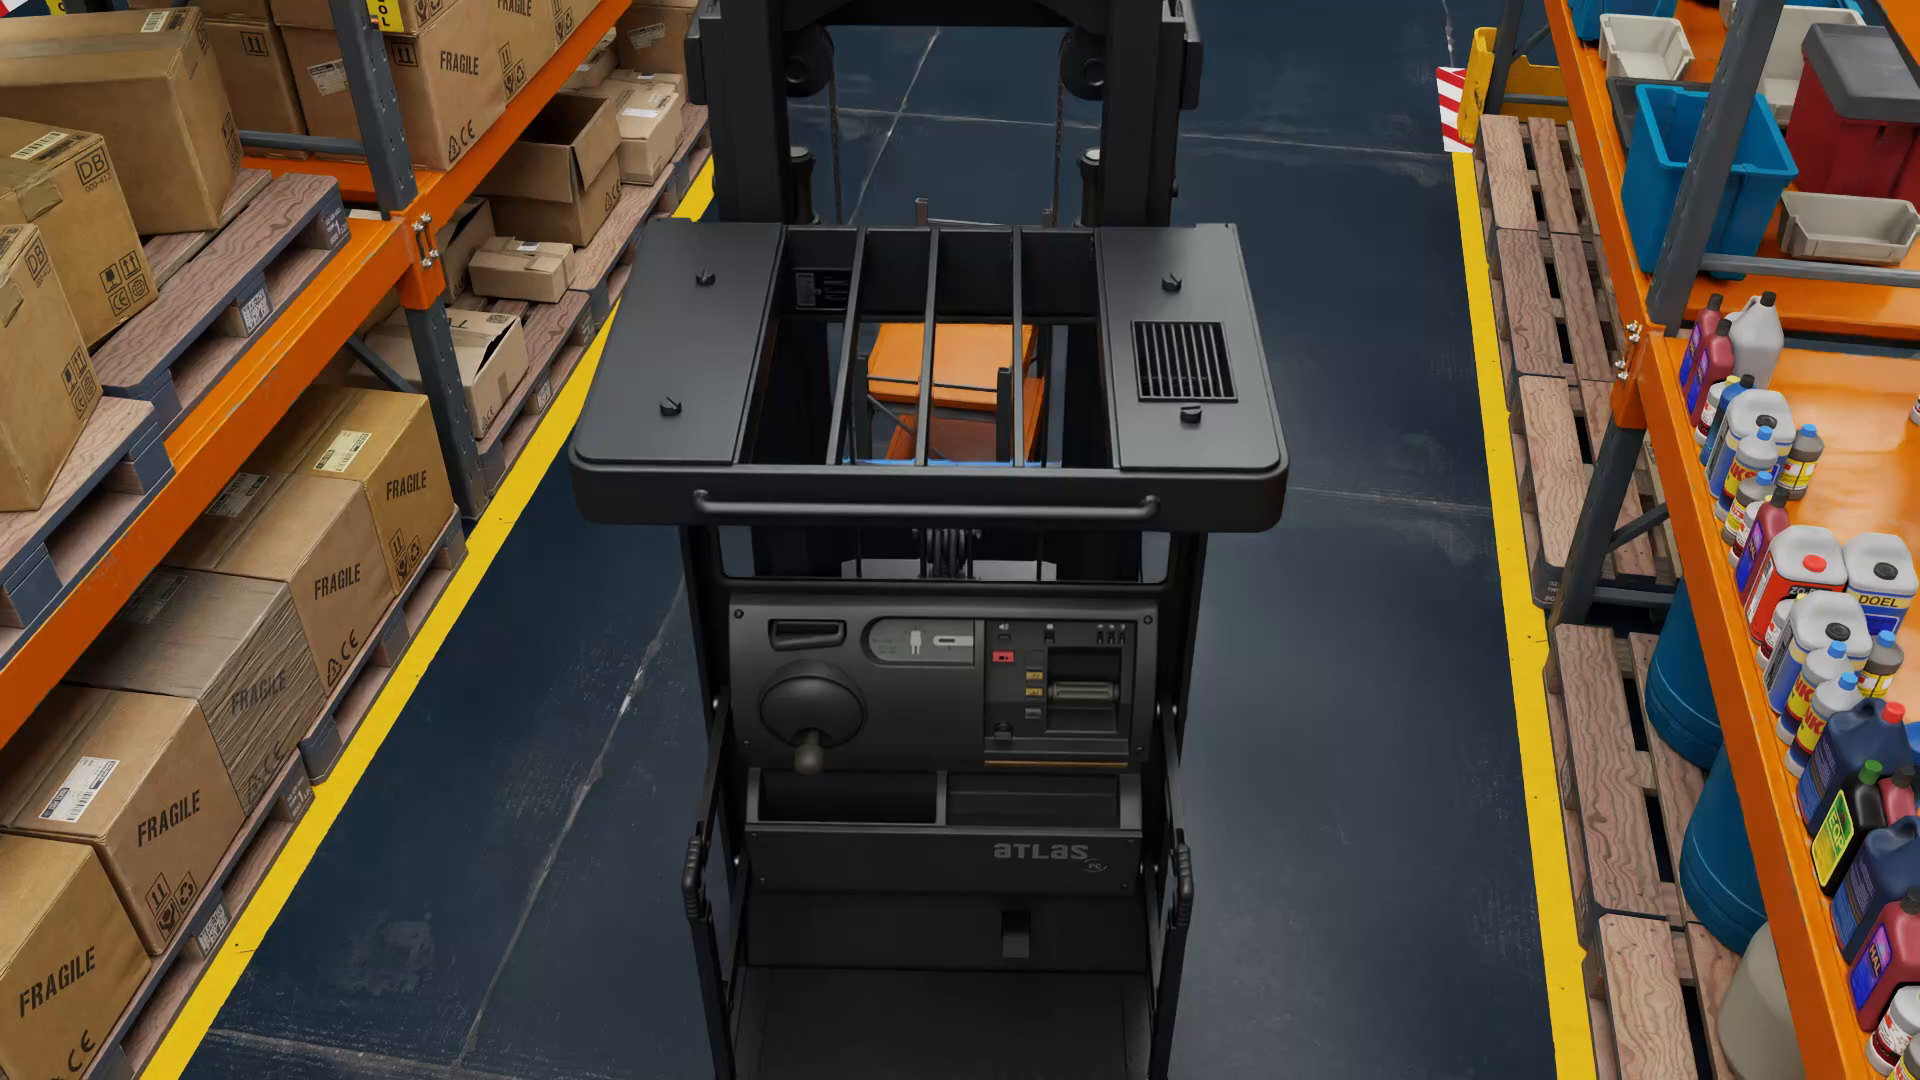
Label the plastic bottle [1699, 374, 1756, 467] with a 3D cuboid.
[{"bbox_3d":[2.035,-0.315,4.378,0.097,0.271,0.097,0,40,0],"label":"plastic bottle"}]

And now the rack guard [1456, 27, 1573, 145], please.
[{"bbox_3d":[3.245,-2.330,8.676,1.175,0.500,0.348,6,40,8],"label":"rack guard"}]

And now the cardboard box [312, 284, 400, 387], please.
[{"bbox_3d":[-2.498,-0.910,6.614,0.500,0.500,0.500,6,40,8],"label":"cardboard box"}]

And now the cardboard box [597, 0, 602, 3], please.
[{"bbox_3d":[-1.700,-2.599,6.960,0.500,0.500,0.500,6,40,7],"label":"cardboard box"}]

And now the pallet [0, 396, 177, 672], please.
[{"bbox_3d":[-2.677,0.048,3.989,1.003,0.211,1.213,6,40,8],"label":"pallet"}]

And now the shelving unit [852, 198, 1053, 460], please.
[{"bbox_3d":[0.001,-0.438,5.897,0.538,1.125,1.048,6,40,8],"label":"shelving unit"}]

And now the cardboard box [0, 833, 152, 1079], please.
[{"bbox_3d":[-2.472,1.091,4.193,0.500,0.500,0.500,6,40,7],"label":"cardboard box"}]

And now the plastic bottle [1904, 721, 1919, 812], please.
[{"bbox_3d":[1.967,0.466,3.434,0.097,0.271,0.097,0,40,0],"label":"plastic bottle"}]

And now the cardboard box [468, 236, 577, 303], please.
[{"bbox_3d":[-1.891,-1.177,7.197,0.380,0.166,0.250,6,40,8],"label":"cardboard box"}]

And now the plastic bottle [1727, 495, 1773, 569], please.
[{"bbox_3d":[1.962,-0.020,4.076,0.097,0.201,0.097,0,40,0],"label":"plastic bottle"}]

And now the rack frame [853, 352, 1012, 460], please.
[{"bbox_3d":[-0.087,-0.119,5.511,0.500,1.125,0.032,6,40,8],"label":"rack frame"}]

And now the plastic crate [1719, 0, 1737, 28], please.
[{"bbox_3d":[3.169,-2.121,6.622,0.298,0.136,0.250,6,40,8],"label":"plastic crate"}]

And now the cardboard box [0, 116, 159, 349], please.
[{"bbox_3d":[-2.676,-0.805,4.461,0.700,0.500,0.500,12,41,15],"label":"cardboard box"}]

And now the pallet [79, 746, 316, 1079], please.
[{"bbox_3d":[-2.629,1.042,4.824,1.003,0.211,1.213,6,40,8],"label":"pallet"}]

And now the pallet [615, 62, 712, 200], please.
[{"bbox_3d":[-1.775,-2.203,8.749,1.003,0.211,1.213,6,40,8],"label":"pallet"}]

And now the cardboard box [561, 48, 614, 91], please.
[{"bbox_3d":[-2.085,-2.312,8.505,0.500,0.250,0.500,6,40,8],"label":"cardboard box"}]

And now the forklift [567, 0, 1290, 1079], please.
[{"bbox_3d":[-0.040,0.398,3.469,1.130,2.935,3.031,1,40,1],"label":"forklift"}]

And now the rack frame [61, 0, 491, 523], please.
[{"bbox_3d":[-2.317,-1.315,5.487,1.000,3.000,0.127,6,40,8],"label":"rack frame"}]

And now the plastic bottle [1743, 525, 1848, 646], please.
[{"bbox_3d":[1.945,0.110,3.860,0.152,0.276,0.135,6,40,8],"label":"plastic bottle"}]

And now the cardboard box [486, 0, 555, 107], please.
[{"bbox_3d":[-1.875,-1.966,6.195,0.500,0.500,0.500,7,40,8],"label":"cardboard box"}]

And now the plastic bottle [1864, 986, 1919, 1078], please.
[{"bbox_3d":[1.714,0.876,2.992,0.097,0.201,0.097,0,40,0],"label":"plastic bottle"}]

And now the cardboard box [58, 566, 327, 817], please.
[{"bbox_3d":[-2.301,0.444,4.976,0.500,0.500,0.500,7,40,8],"label":"cardboard box"}]

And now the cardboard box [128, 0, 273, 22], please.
[{"bbox_3d":[-2.484,-2.085,5.555,0.500,0.500,0.500,7,40,8],"label":"cardboard box"}]

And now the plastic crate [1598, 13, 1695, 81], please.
[{"bbox_3d":[2.566,-1.814,6.250,0.293,0.136,0.466,6,40,8],"label":"plastic crate"}]

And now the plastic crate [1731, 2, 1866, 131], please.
[{"bbox_3d":[3.007,-1.682,5.977,0.437,0.282,0.530,6,40,8],"label":"plastic crate"}]

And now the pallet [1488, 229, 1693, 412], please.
[{"bbox_3d":[2.859,-0.926,7.204,1.003,0.211,1.213,6,40,8],"label":"pallet"}]

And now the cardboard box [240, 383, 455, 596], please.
[{"bbox_3d":[-2.120,-0.180,5.731,0.500,0.500,0.500,6,40,7],"label":"cardboard box"}]

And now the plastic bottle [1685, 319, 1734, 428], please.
[{"bbox_3d":[2.054,-0.455,4.538,0.061,0.283,0.133,6,40,8],"label":"plastic bottle"}]

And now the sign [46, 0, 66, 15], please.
[{"bbox_3d":[-2.853,-1.704,5.278,0.100,0.325,0.005,6,40,8],"label":"sign"}]

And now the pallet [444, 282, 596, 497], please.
[{"bbox_3d":[-2.197,-0.672,6.897,1.003,0.211,1.213,6,40,8],"label":"pallet"}]

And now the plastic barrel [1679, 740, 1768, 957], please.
[{"bbox_3d":[2.328,0.664,4.410,0.600,0.901,0.708,6,40,8],"label":"plastic barrel"}]

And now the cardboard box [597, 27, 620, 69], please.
[{"bbox_3d":[-2.036,-2.672,9.020,0.380,0.149,0.250,6,40,8],"label":"cardboard box"}]

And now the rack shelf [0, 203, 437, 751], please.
[{"bbox_3d":[-2.663,0.217,4.198,1.077,0.370,4.000,6,40,8],"label":"rack shelf"}]

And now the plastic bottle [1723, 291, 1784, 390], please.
[{"bbox_3d":[2.174,-0.537,4.585,0.144,0.351,0.185,6,40,8],"label":"plastic bottle"}]

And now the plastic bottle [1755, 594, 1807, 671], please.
[{"bbox_3d":[1.898,0.209,3.799,0.097,0.201,0.097,0,40,0],"label":"plastic bottle"}]

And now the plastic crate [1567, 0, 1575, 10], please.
[{"bbox_3d":[2.658,-2.291,6.751,0.416,0.233,0.300,6,40,8],"label":"plastic crate"}]

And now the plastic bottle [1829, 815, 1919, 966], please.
[{"bbox_3d":[1.785,0.649,3.150,0.144,0.351,0.185,6,40,8],"label":"plastic bottle"}]

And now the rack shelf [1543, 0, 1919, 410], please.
[{"bbox_3d":[2.907,-1.745,6.571,1.077,0.370,4.000,6,40,8],"label":"rack shelf"}]

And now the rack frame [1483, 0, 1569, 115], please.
[{"bbox_3d":[3.253,-3.277,7.860,1.000,3.000,0.127,6,40,8],"label":"rack frame"}]

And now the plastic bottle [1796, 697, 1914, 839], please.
[{"bbox_3d":[1.840,0.449,3.391,0.144,0.351,0.185,6,40,8],"label":"plastic bottle"}]

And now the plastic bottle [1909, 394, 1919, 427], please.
[{"bbox_3d":[2.685,-0.409,4.547,0.097,0.201,0.097,0,40,0],"label":"plastic bottle"}]

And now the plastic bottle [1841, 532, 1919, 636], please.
[{"bbox_3d":[2.095,0.127,3.839,0.152,0.276,0.135,6,40,8],"label":"plastic bottle"}]

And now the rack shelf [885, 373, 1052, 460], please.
[{"bbox_3d":[0.001,-0.249,6.053,0.538,0.278,1.000,6,40,8],"label":"rack shelf"}]

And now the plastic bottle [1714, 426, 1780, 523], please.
[{"bbox_3d":[1.995,-0.169,4.202,0.097,0.271,0.097,0,40,0],"label":"plastic bottle"}]

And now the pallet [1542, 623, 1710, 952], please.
[{"bbox_3d":[2.386,0.787,5.132,1.003,0.211,1.213,6,40,8],"label":"pallet"}]

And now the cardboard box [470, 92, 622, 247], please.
[{"bbox_3d":[-1.997,-1.703,7.569,0.797,0.503,0.637,6,40,8],"label":"cardboard box"}]

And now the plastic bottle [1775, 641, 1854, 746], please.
[{"bbox_3d":[1.858,0.328,3.601,0.097,0.271,0.097,0,40,0],"label":"plastic bottle"}]

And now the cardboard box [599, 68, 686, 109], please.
[{"bbox_3d":[-1.635,-2.291,8.545,0.380,0.166,0.250,6,40,8],"label":"cardboard box"}]

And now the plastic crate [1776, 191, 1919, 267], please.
[{"bbox_3d":[2.782,-0.965,5.223,0.396,0.136,0.243,6,40,8],"label":"plastic crate"}]
